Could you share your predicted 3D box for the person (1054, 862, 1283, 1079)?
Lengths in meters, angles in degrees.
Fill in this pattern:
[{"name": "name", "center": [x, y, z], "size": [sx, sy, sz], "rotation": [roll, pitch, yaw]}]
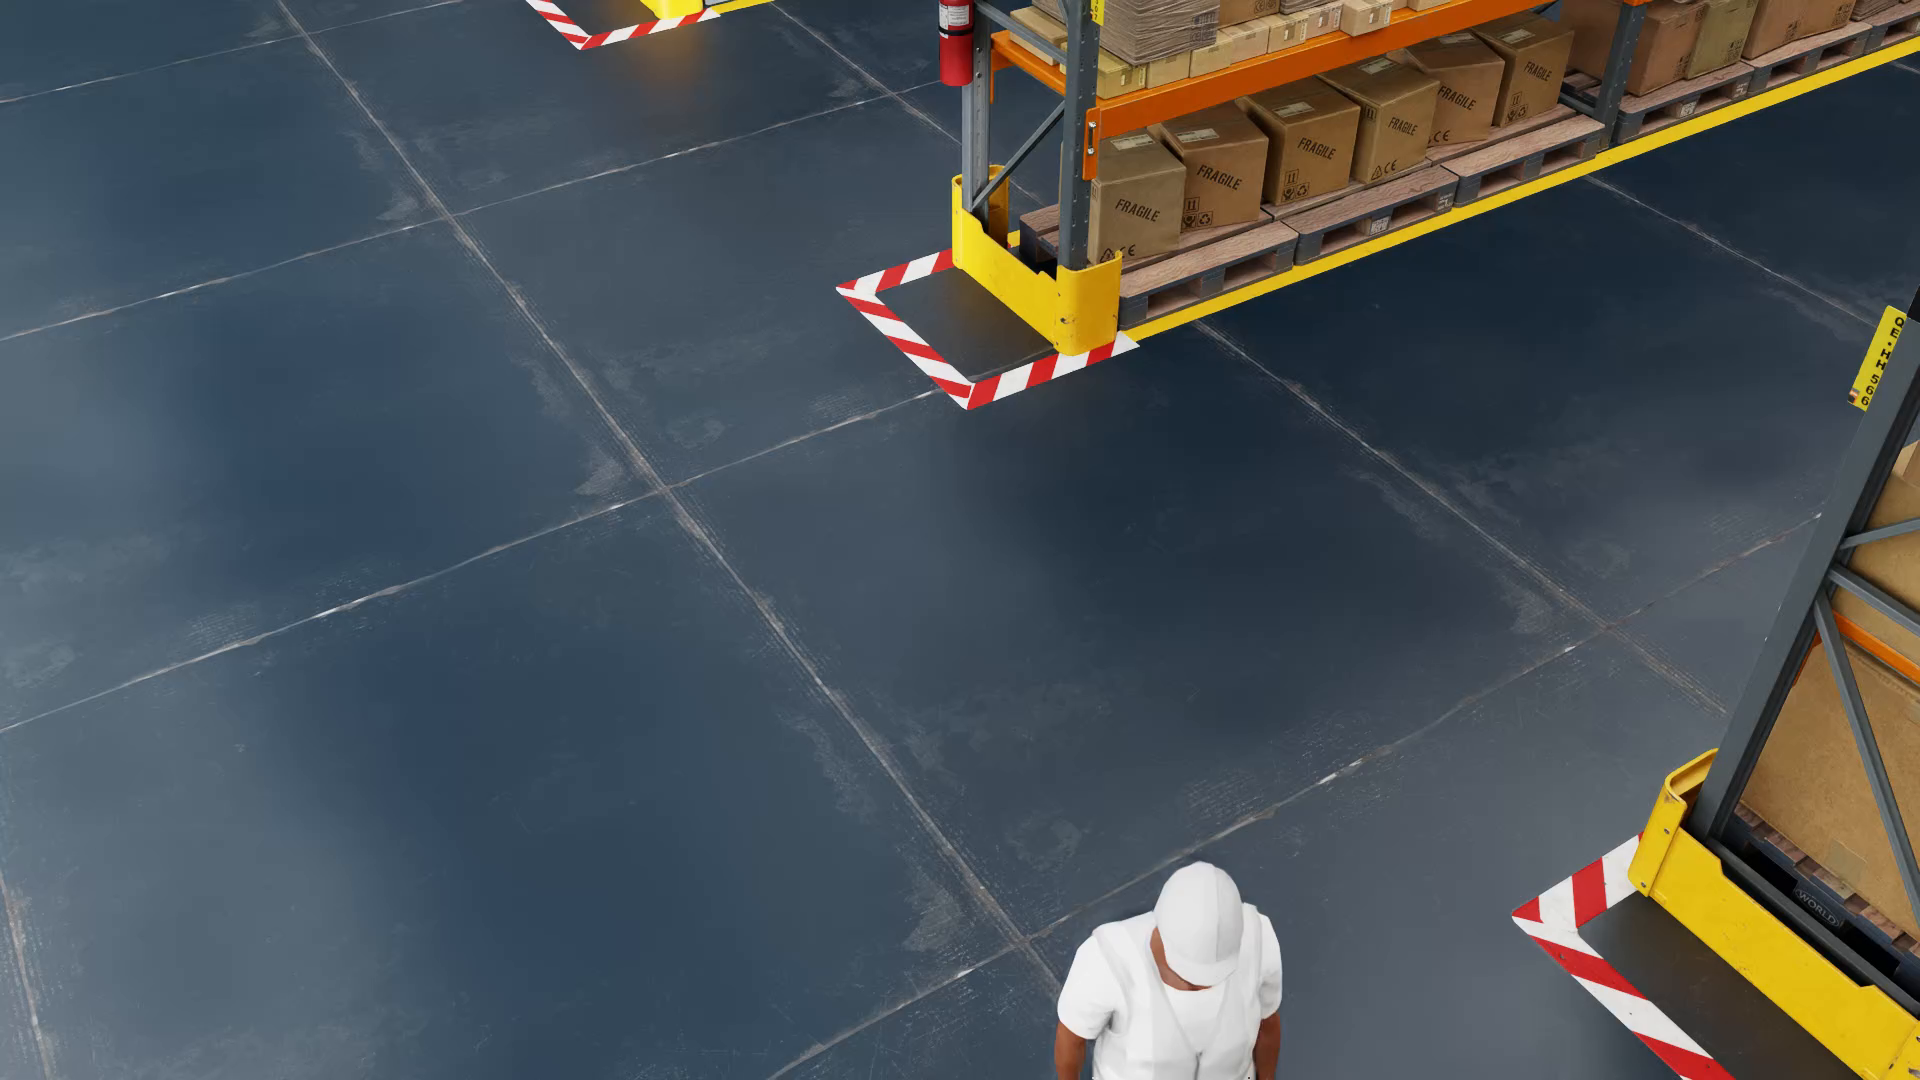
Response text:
[{"name": "person", "center": [0.551, 1.465, 4.399], "size": [0.587, 1.787, 0.451], "rotation": [-10, 42, -12]}]
